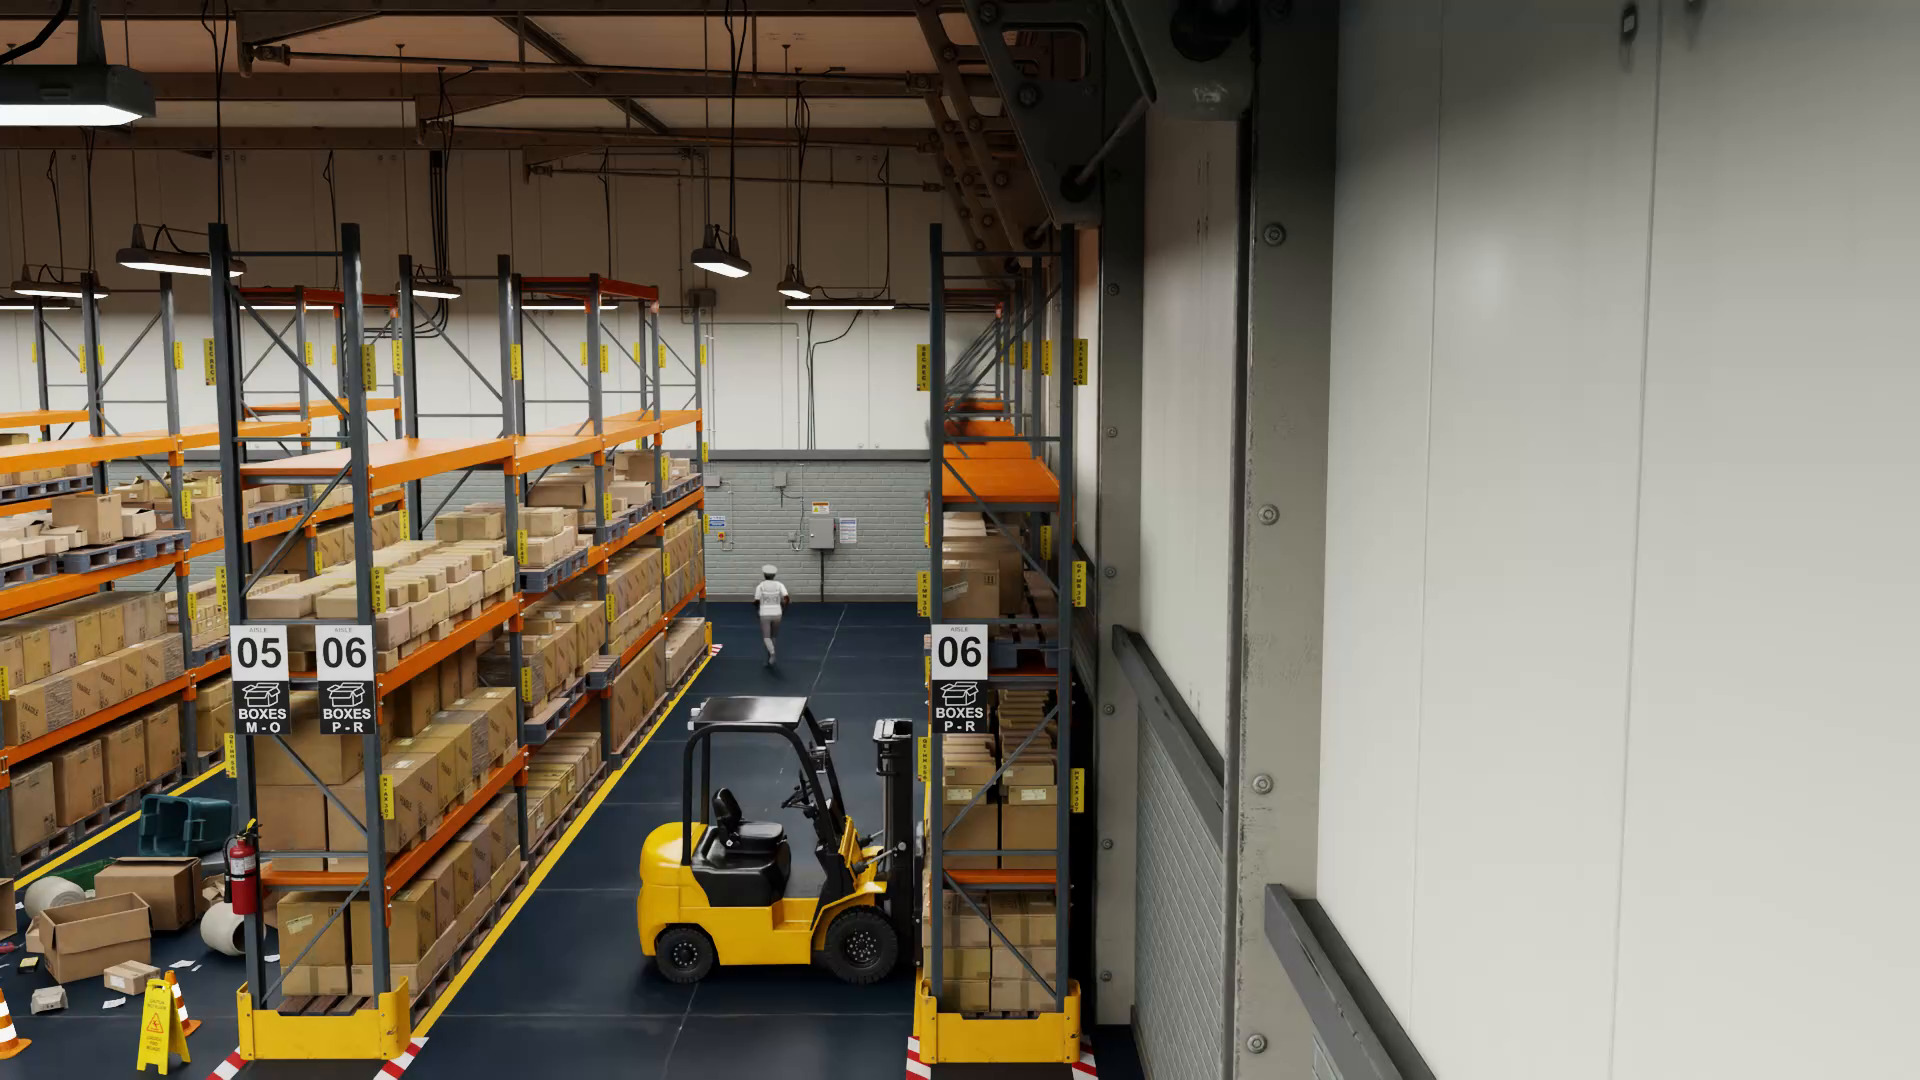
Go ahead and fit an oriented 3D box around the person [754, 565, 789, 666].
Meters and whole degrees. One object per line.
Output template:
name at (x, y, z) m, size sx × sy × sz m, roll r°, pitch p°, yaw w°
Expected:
person at (-3.016, 1.247, 26.632) m, size 0.559 × 1.678 × 0.813 m, roll -2°, pitch 7°, yaw -20°
